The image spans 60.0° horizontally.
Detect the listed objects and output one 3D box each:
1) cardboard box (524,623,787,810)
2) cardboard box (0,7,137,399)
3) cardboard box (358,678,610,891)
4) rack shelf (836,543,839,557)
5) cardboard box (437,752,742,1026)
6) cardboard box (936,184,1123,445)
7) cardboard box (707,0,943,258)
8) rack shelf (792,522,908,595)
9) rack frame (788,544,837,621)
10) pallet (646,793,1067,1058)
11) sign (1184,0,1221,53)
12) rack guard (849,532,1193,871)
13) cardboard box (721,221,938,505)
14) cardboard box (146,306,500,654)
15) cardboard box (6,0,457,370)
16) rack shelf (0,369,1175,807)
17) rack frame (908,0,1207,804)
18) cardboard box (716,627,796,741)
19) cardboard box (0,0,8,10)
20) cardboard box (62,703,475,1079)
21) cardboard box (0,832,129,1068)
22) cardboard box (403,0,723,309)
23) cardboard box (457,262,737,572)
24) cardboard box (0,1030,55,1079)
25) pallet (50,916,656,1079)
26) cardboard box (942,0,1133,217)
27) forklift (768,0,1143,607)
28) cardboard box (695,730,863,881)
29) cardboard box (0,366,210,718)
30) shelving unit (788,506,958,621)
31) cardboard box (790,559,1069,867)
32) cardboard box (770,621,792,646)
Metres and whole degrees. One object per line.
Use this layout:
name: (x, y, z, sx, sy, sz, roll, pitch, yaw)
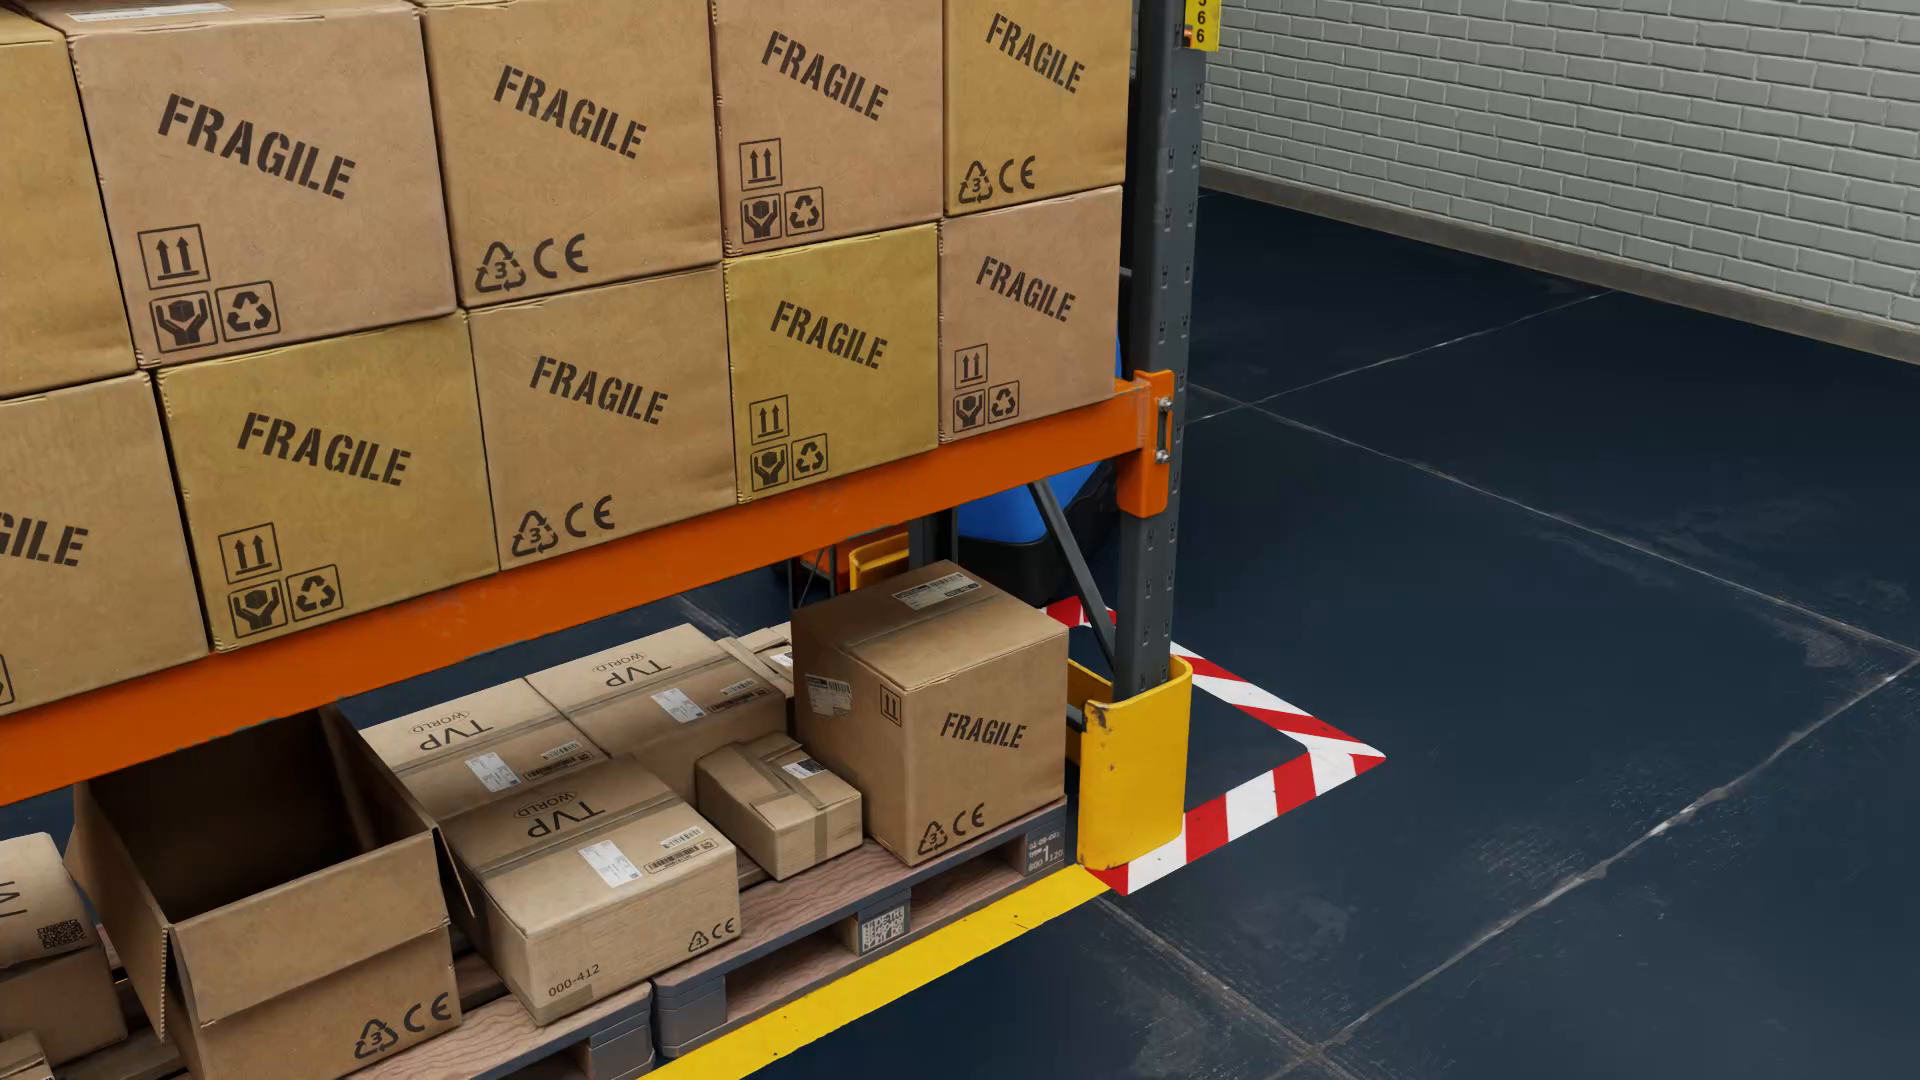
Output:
cardboard box: (-0.799, 0.488, 4.379, 0.500, 0.250, 0.500, -18, 31, -34)
cardboard box: (-1.595, -0.493, 2.444, 0.500, 0.500, 0.500, -19, 31, -35)
cardboard box: (-1.192, 0.618, 4.099, 0.500, 0.250, 0.500, -18, 31, -34)
rack shelf: (-0.275, -0.120, 5.240, 0.480, 0.148, 0.258, -20, 32, -37)
cardboard box: (-0.844, 0.770, 3.770, 0.500, 0.250, 0.500, -18, 31, -34)
cardboard box: (0.013, -0.576, 3.809, 0.500, 0.500, 0.500, -17, 30, -32)
cardboard box: (-0.380, -0.898, 3.314, 0.500, 0.500, 0.500, -17, 30, -33)
rack shelf: (-0.276, 0.060, 5.325, 0.480, 0.148, 0.258, -20, 32, -37)
rack frame: (-0.458, -0.113, 5.065, 0.015, 1.200, 0.240, -20, 32, -37)
pallet: (-0.489, 0.755, 4.372, 1.213, 0.211, 1.003, -18, 31, -34)
sign: (0.525, -1.216, 3.557, 0.005, 0.325, 0.100, -18, 31, -34)
rack guard: (0.138, 0.417, 4.758, 0.348, 0.500, 1.175, -18, 31, -34)
cardboard box: (-0.393, -0.440, 3.516, 0.500, 0.500, 0.500, -18, 30, -34)
cardboard box: (-1.185, -0.181, 2.958, 0.500, 0.500, 0.500, -19, 31, -35)
cardboard box: (-1.189, -0.628, 2.733, 0.500, 0.500, 0.500, -17, 30, -32)
rack shelf: (-1.376, 0.109, 3.307, 4.000, 0.370, 1.077, -18, 31, -34)
rack frame: (0.198, -0.737, 4.275, 0.127, 3.000, 1.000, -18, 31, -34)
cardboard box: (-0.540, 0.409, 4.649, 0.250, 0.166, 0.380, -18, 31, -34)
cardboard box: (-1.517, -0.809, 3.123, 0.500, 0.500, 0.500, -19, 31, -34)
cardboard box: (-1.475, 0.745, 3.524, 0.637, 0.503, 0.797, -18, 31, -34)
cardboard box: (-2.086, 0.885, 3.450, 0.500, 0.311, 0.500, -18, 31, -34)
cardboard box: (-0.785, -0.761, 3.021, 0.500, 0.500, 0.500, -17, 30, -33)
cardboard box: (-0.789, -0.312, 3.240, 0.500, 0.500, 0.500, -18, 30, -34)
cardboard box: (-1.811, 1.122, 3.111, 0.250, 0.166, 0.380, -18, 31, -34)
pallet: (-1.448, 1.070, 3.693, 1.213, 0.211, 1.003, -18, 31, -34)
cardboard box: (0.017, -1.029, 3.598, 0.500, 0.500, 0.500, -19, 31, -34)
forklift: (0.286, -1.691, 6.413, 1.130, 2.935, 3.031, 9, 26, 18)
cardboard box: (-0.452, 0.647, 4.136, 0.250, 0.166, 0.380, -18, 31, -34)
cardboard box: (-1.585, -0.049, 2.673, 0.500, 0.500, 0.500, -18, 31, -34)
shelving unit: (-0.275, -0.181, 5.211, 0.503, 1.200, 0.258, -20, 32, -37)
cardboard box: (-0.078, 0.420, 4.228, 0.500, 0.500, 0.500, -18, 31, -34)
cardboard box: (-0.344, 0.352, 4.793, 0.250, 0.149, 0.380, -18, 31, -34)
